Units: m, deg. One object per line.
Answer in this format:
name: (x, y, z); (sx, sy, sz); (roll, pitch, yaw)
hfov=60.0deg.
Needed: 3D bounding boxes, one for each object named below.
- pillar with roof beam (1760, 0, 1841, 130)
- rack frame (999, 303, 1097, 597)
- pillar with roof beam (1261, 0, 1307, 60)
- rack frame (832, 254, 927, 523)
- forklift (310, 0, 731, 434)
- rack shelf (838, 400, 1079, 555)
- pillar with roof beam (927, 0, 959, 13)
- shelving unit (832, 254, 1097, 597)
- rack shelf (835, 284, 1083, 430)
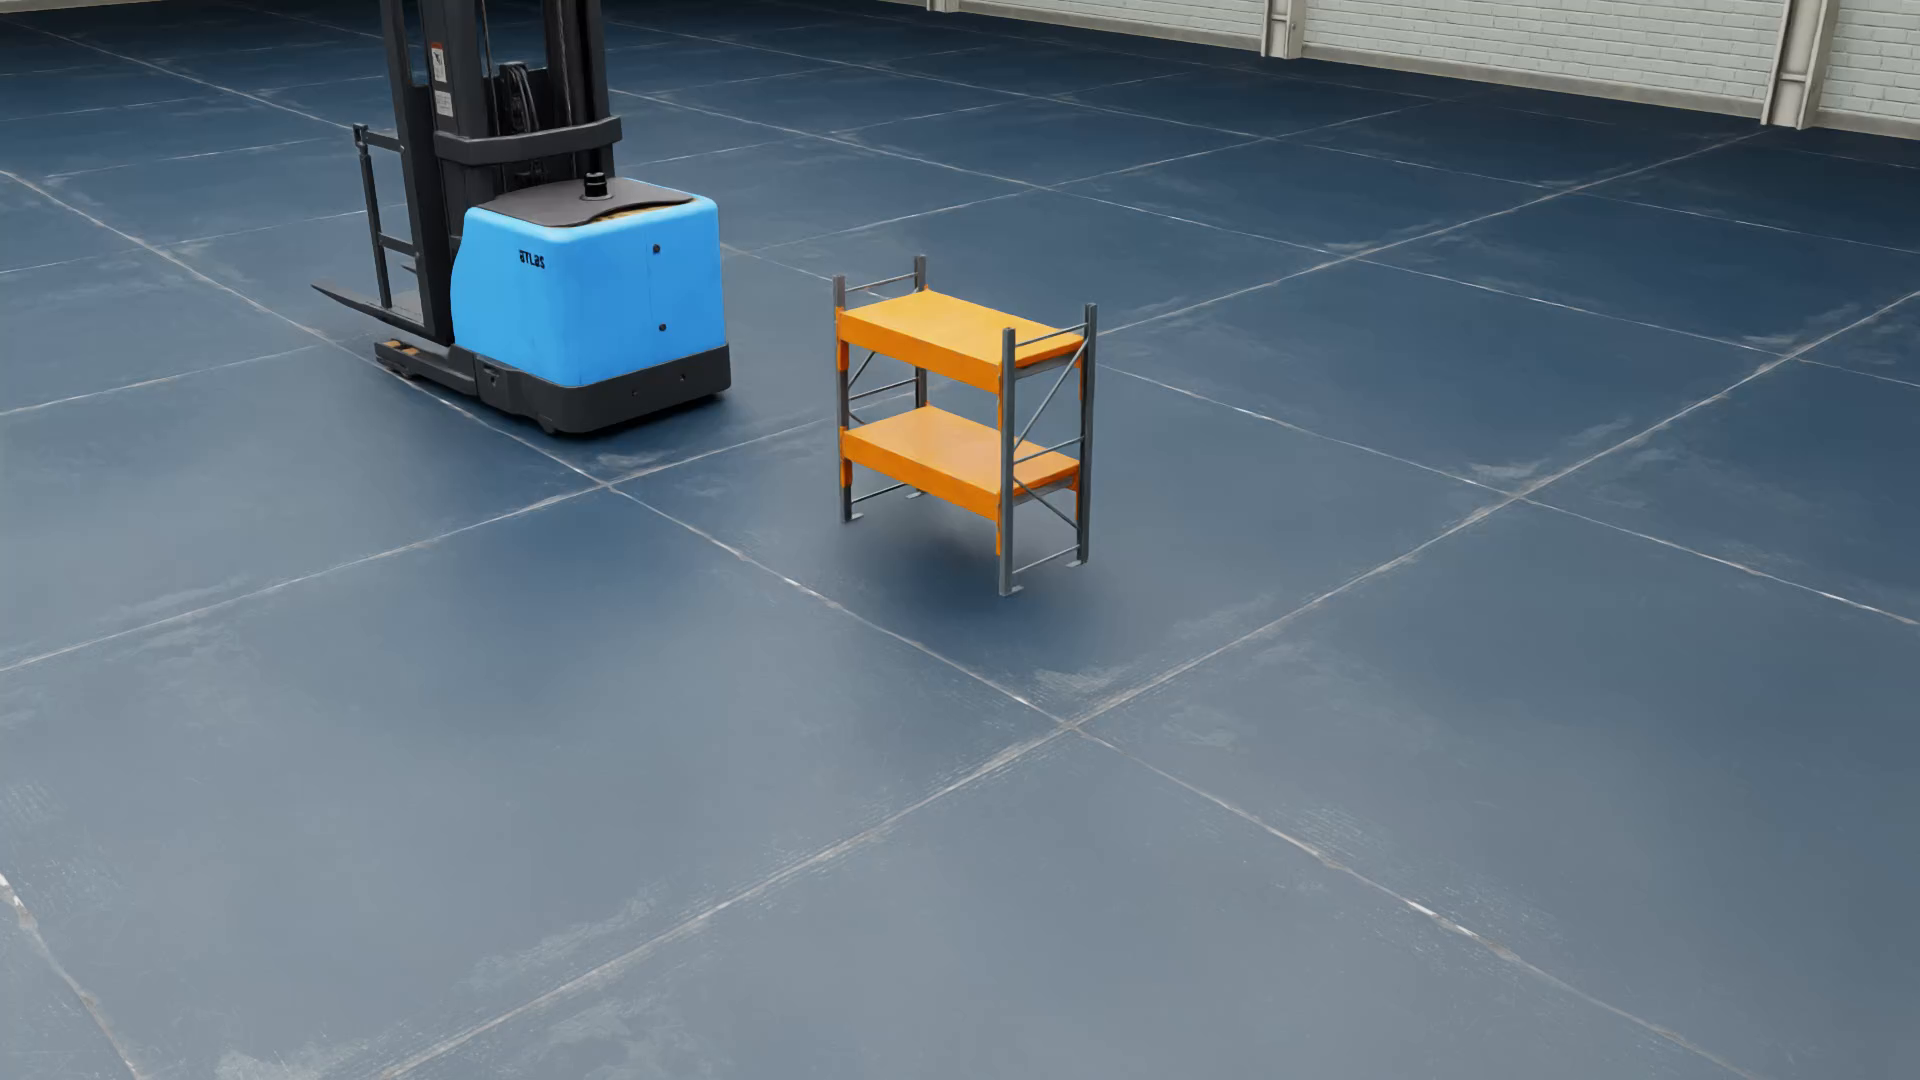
pillar with roof beam: (4.823, -6.869, 11.466); (9.100, 9.000, 0.400); (-21, 32, -38)
rack frame: (0.352, -0.356, 6.674); (0.500, 1.125, 0.032); (-21, 32, -38)
pillar with roof beam: (0.722, -8.687, 15.450); (9.100, 9.000, 0.400); (-21, 32, -38)
rack frame: (-0.343, -0.664, 7.350); (0.500, 1.125, 0.032); (-21, 32, -38)
forklift: (-2.639, -2.368, 8.910); (3.031, 2.935, 1.130); (21, 32, 39)
rack shelf: (0.005, -0.287, 7.114); (0.538, 0.278, 1.000); (-21, 32, -38)
pillar with roof beam: (-3.379, -10.505, 19.435); (9.100, 9.000, 0.400); (-21, 32, -38)
shelving unit: (0.005, -0.510, 7.012); (0.538, 1.125, 1.048); (-21, 32, -38)
rack shelf: (0.005, -0.776, 6.891); (0.538, 0.278, 1.000); (-21, 32, -38)
